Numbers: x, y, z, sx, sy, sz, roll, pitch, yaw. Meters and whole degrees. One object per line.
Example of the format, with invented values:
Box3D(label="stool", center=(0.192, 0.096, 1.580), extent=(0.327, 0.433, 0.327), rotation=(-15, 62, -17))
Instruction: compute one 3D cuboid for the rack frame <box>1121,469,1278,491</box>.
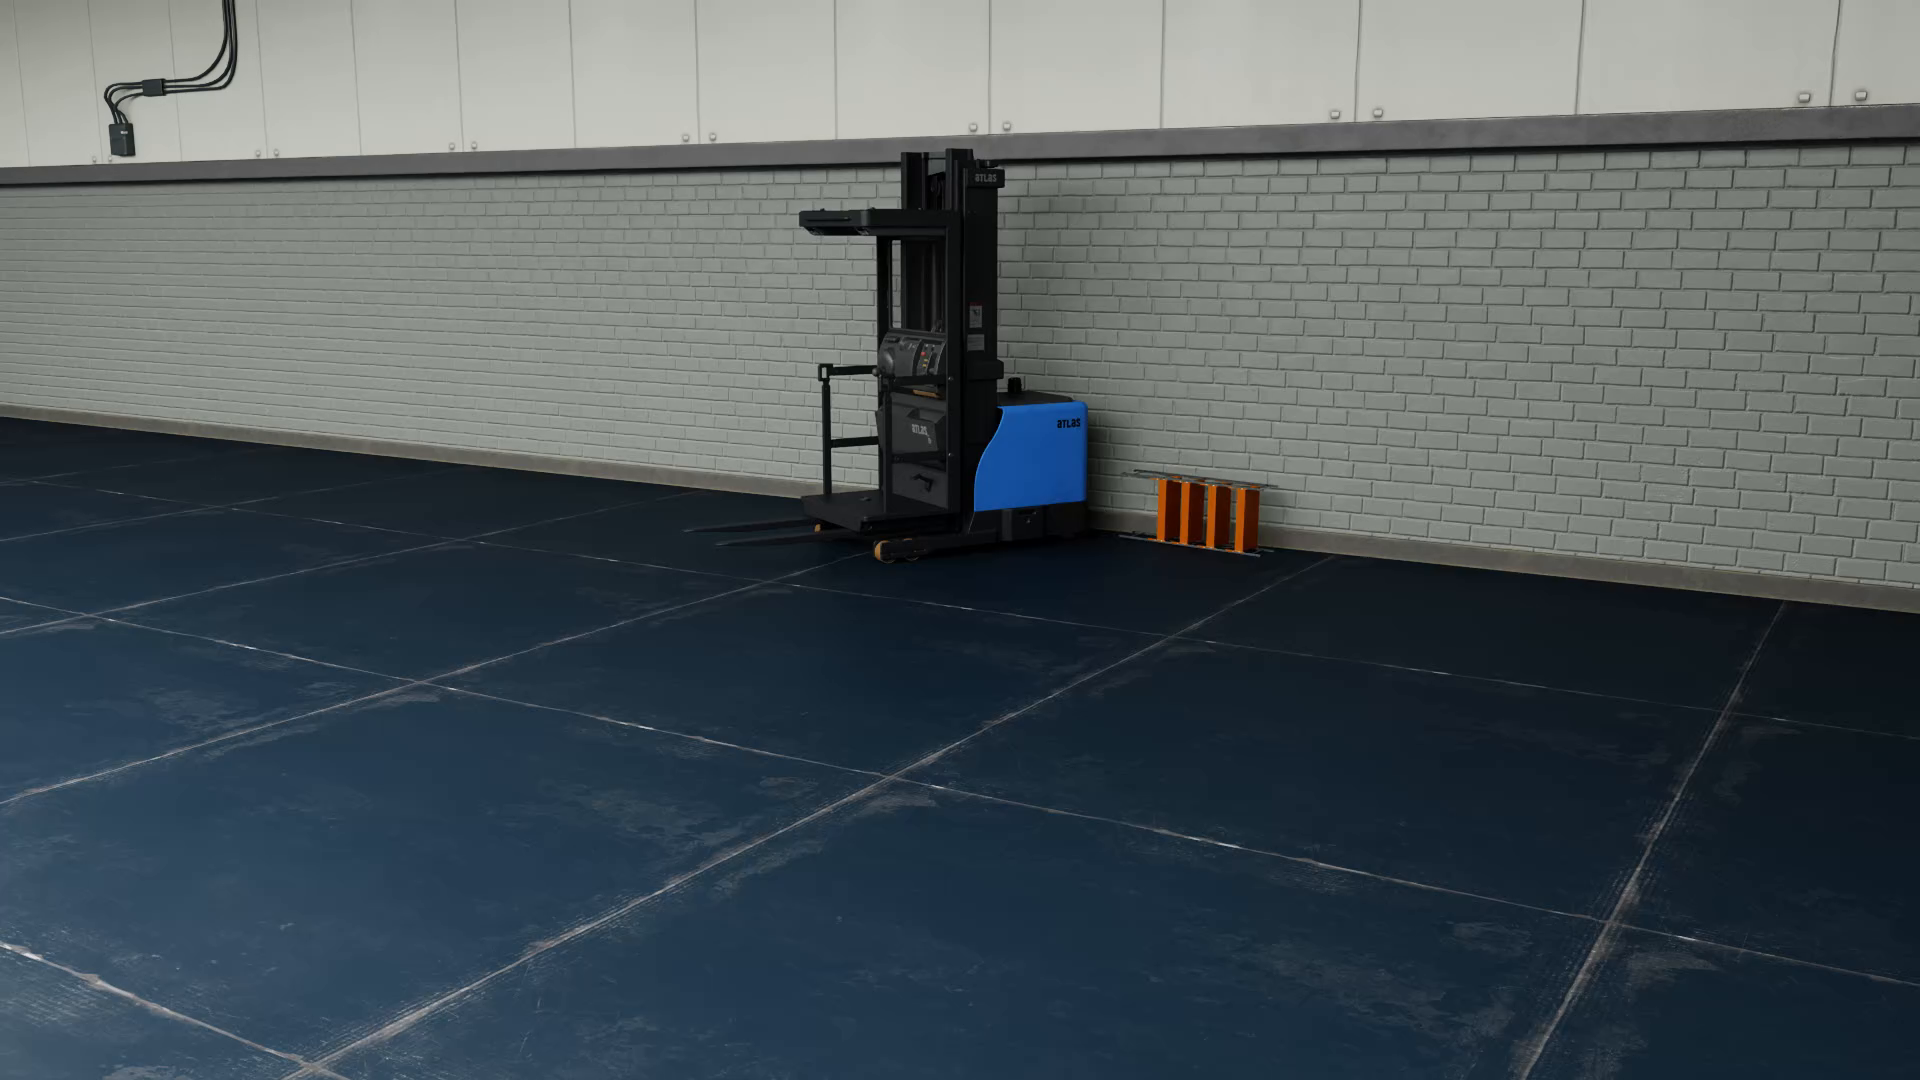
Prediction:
Box3D(label="rack frame", center=(1.794, -0.454, 12.546), extent=(1.200, 0.015, 0.240), rotation=(9, 14, 35))

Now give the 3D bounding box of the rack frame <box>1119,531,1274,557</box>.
Box3D(label="rack frame", center=(1.788, 0.025, 12.640), extent=(1.200, 0.015, 0.240), rotation=(9, 14, 35))

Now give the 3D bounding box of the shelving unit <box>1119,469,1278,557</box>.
Box3D(label="shelving unit", center=(1.791, -0.214, 12.593), extent=(1.200, 0.503, 0.258), rotation=(9, 14, 35))

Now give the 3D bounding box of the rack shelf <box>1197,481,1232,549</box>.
Box3D(label="rack shelf", center=(1.917, -0.195, 12.503), extent=(0.148, 0.480, 0.258), rotation=(9, 14, 35))

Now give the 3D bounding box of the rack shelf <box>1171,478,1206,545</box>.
Box3D(label="rack shelf", center=(1.737, -0.223, 12.632), extent=(0.148, 0.480, 0.258), rotation=(9, 14, 35))

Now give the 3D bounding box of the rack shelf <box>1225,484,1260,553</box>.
Box3D(label="rack shelf", center=(2.108, -0.165, 12.366), extent=(0.148, 0.480, 0.258), rotation=(9, 14, 35))

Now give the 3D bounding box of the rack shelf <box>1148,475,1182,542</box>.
Box3D(label="rack shelf", center=(1.577, -0.247, 12.747), extent=(0.148, 0.480, 0.258), rotation=(9, 14, 35))

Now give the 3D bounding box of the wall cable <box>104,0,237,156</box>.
Box3D(label="wall cable", center=(-8.770, -7.275, 18.034), extent=(2.305, 6.003, 0.169), rotation=(6, 12, 31))

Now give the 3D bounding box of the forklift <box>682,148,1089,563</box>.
Box3D(label="forklift", center=(-0.539, -1.382, 12.287), extent=(3.031, 2.935, 1.130), rotation=(-6, 12, -30))
